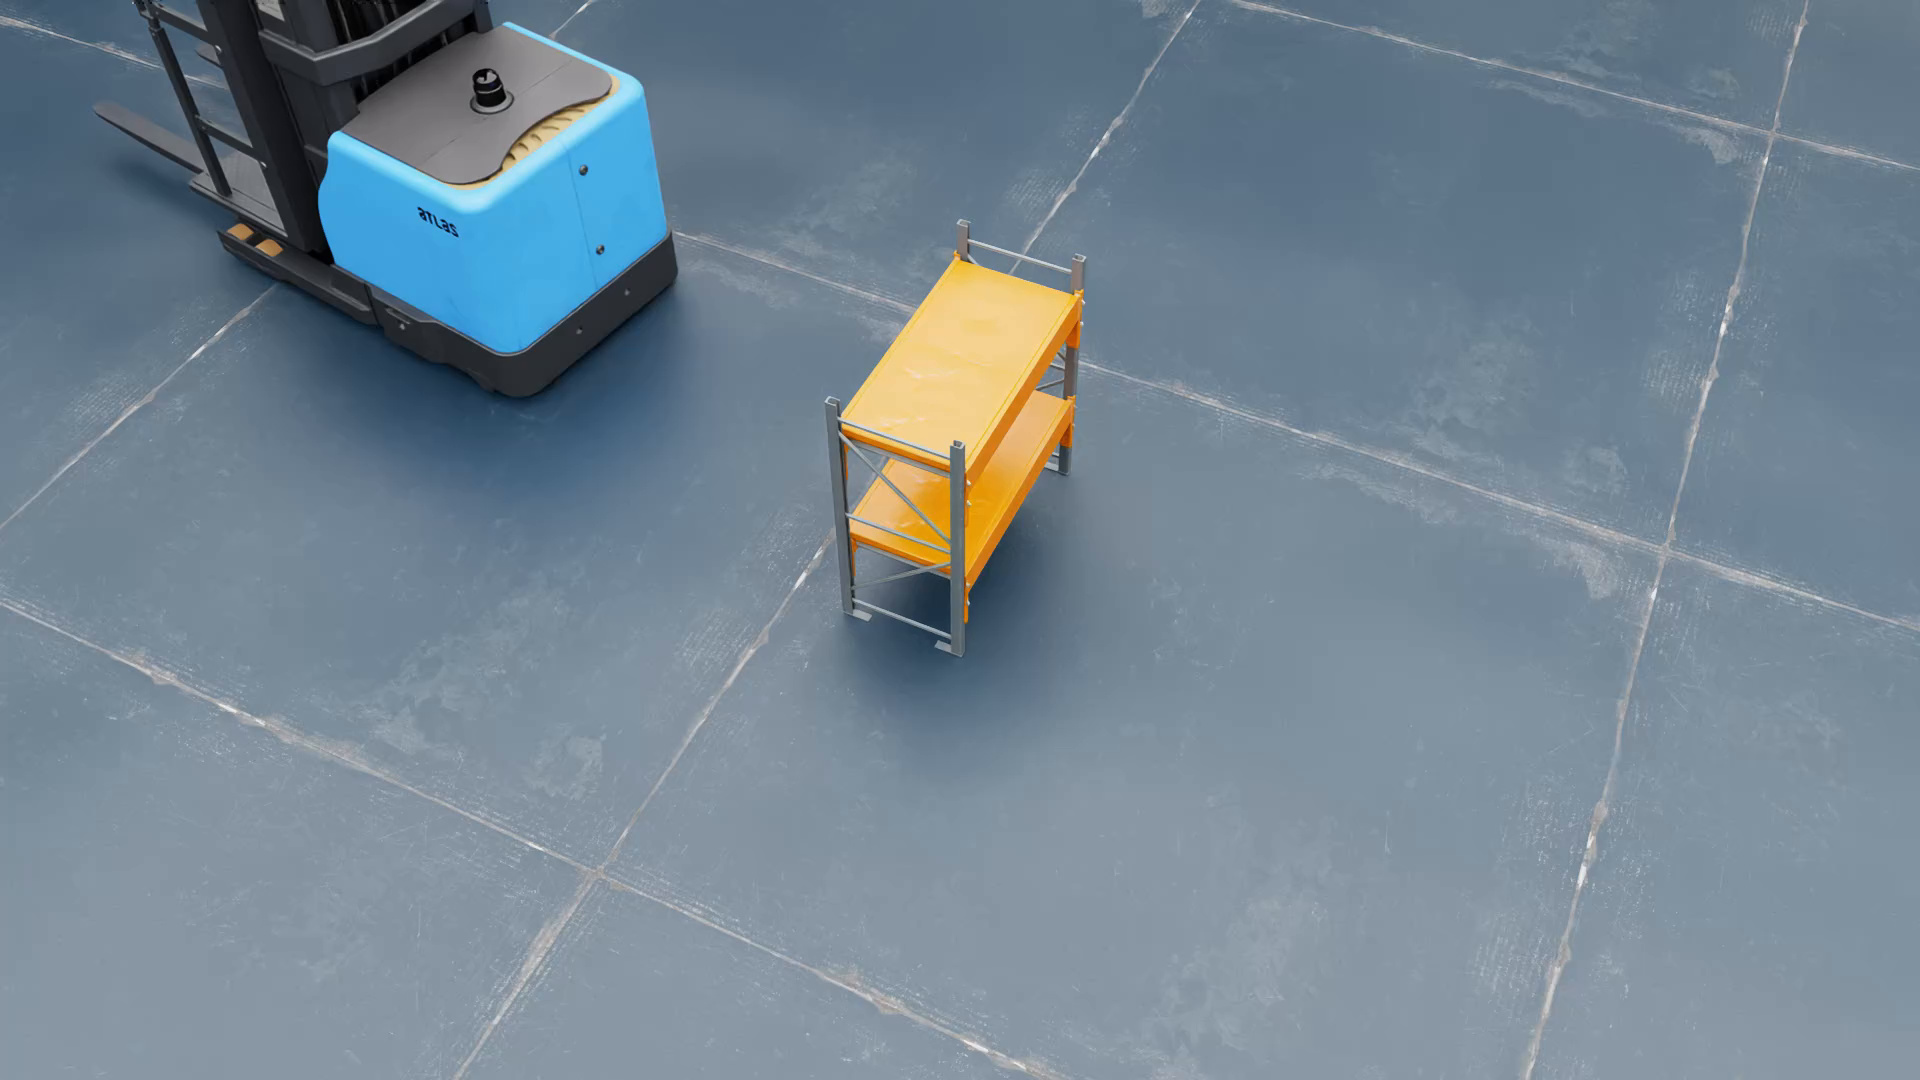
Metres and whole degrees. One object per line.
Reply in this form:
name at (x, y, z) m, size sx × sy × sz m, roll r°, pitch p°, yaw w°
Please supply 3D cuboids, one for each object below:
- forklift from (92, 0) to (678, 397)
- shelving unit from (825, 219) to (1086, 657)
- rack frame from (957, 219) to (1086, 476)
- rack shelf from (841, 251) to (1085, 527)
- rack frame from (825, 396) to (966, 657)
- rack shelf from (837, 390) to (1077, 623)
forklift at (-2.773, -2.455, 6.730) m, size 3.031 × 2.935 × 1.130 m, roll 28°, pitch 55°, yaw 22°
shelving unit at (0.003, -0.369, 6.141) m, size 0.538 × 1.125 × 1.048 m, roll 20°, pitch 52°, yaw 16°
rack frame at (0.220, -0.719, 6.439) m, size 0.500 × 1.125 × 0.032 m, roll 20°, pitch 52°, yaw 16°
rack shelf at (0.003, -0.559, 5.918) m, size 0.538 × 0.278 × 1.000 m, roll 20°, pitch 52°, yaw 16°
rack frame at (-0.214, -0.019, 5.843) m, size 0.500 × 1.125 × 0.032 m, roll 20°, pitch 52°, yaw 16°
rack shelf at (0.003, -0.211, 6.327) m, size 0.538 × 0.278 × 1.000 m, roll 20°, pitch 52°, yaw 16°
